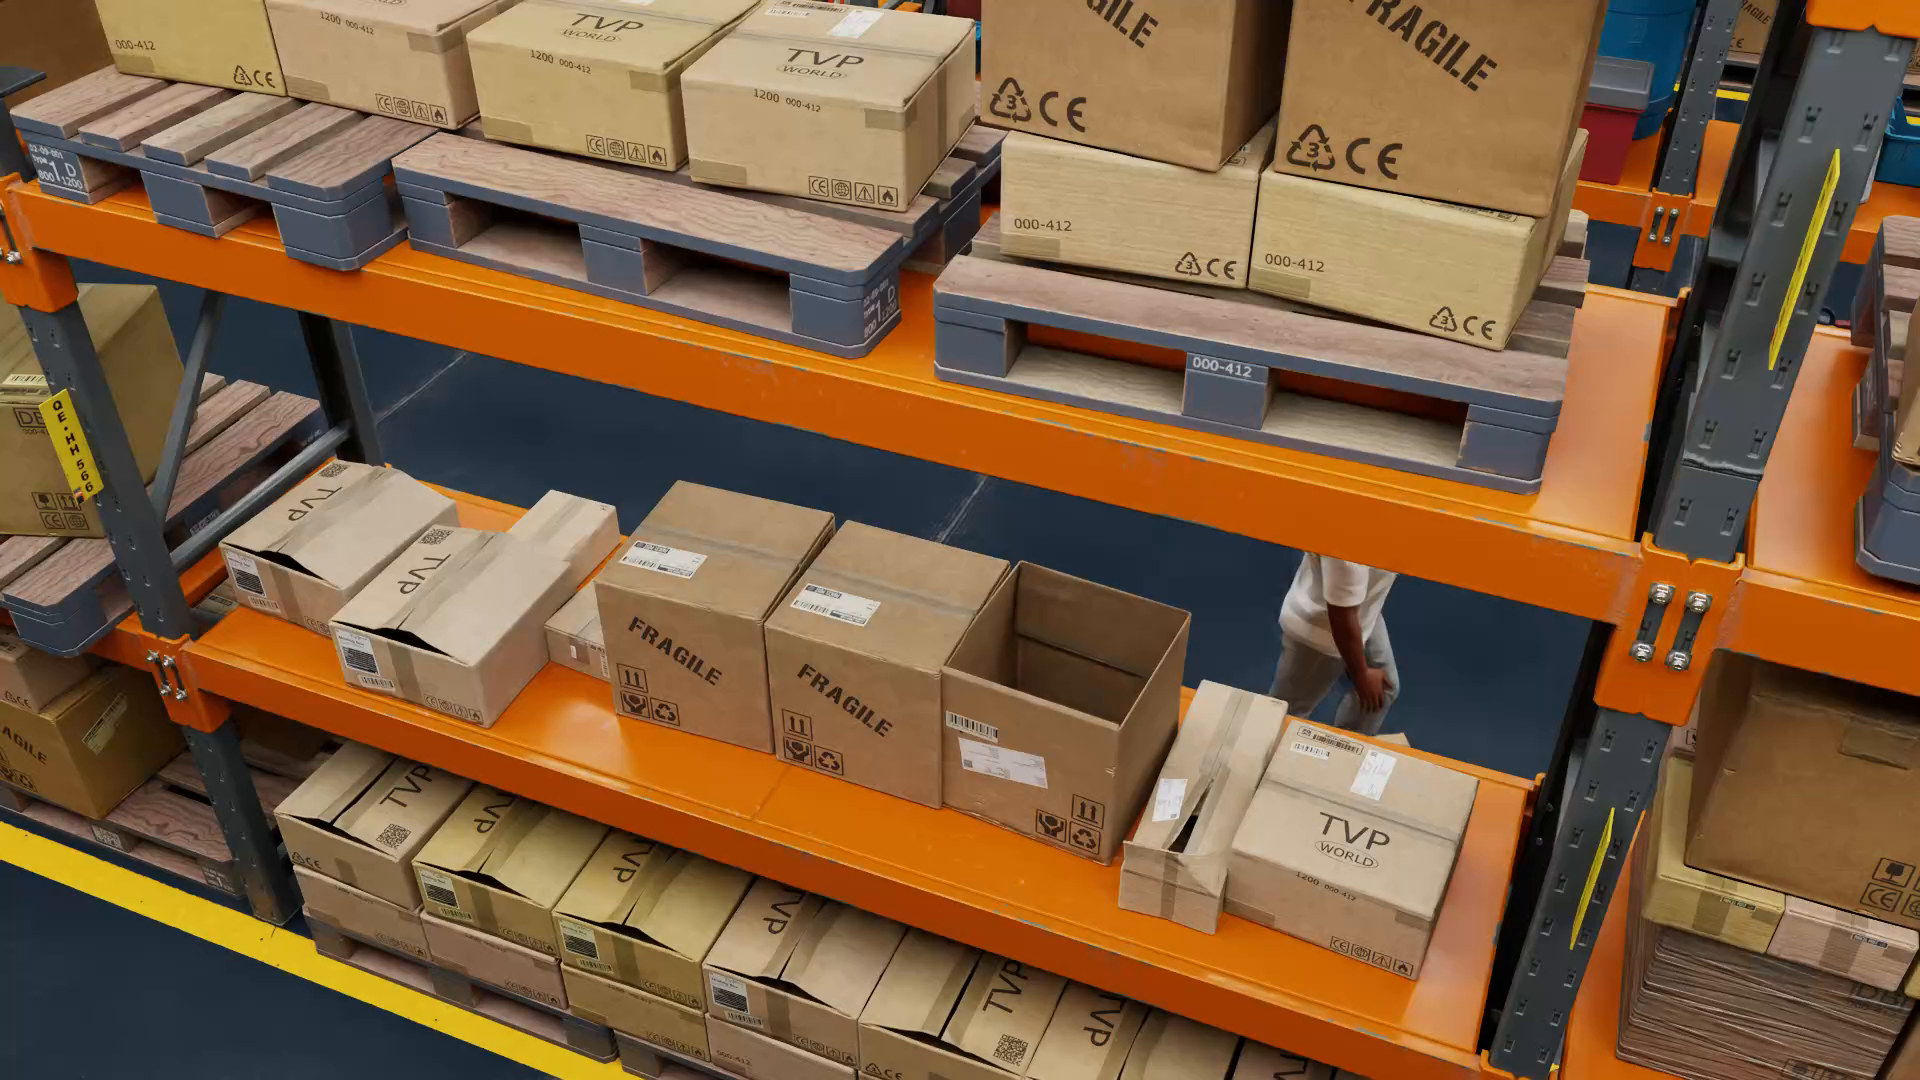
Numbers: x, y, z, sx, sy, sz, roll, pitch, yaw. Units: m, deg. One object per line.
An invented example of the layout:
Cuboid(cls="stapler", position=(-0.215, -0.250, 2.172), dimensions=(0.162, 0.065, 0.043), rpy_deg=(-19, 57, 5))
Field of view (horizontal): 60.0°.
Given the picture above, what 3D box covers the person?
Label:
Cuboid(cls="person", position=(1.288, 0.308, 5.769), dimensions=(0.624, 1.831, 0.593), rpy_deg=(15, 40, 19))
